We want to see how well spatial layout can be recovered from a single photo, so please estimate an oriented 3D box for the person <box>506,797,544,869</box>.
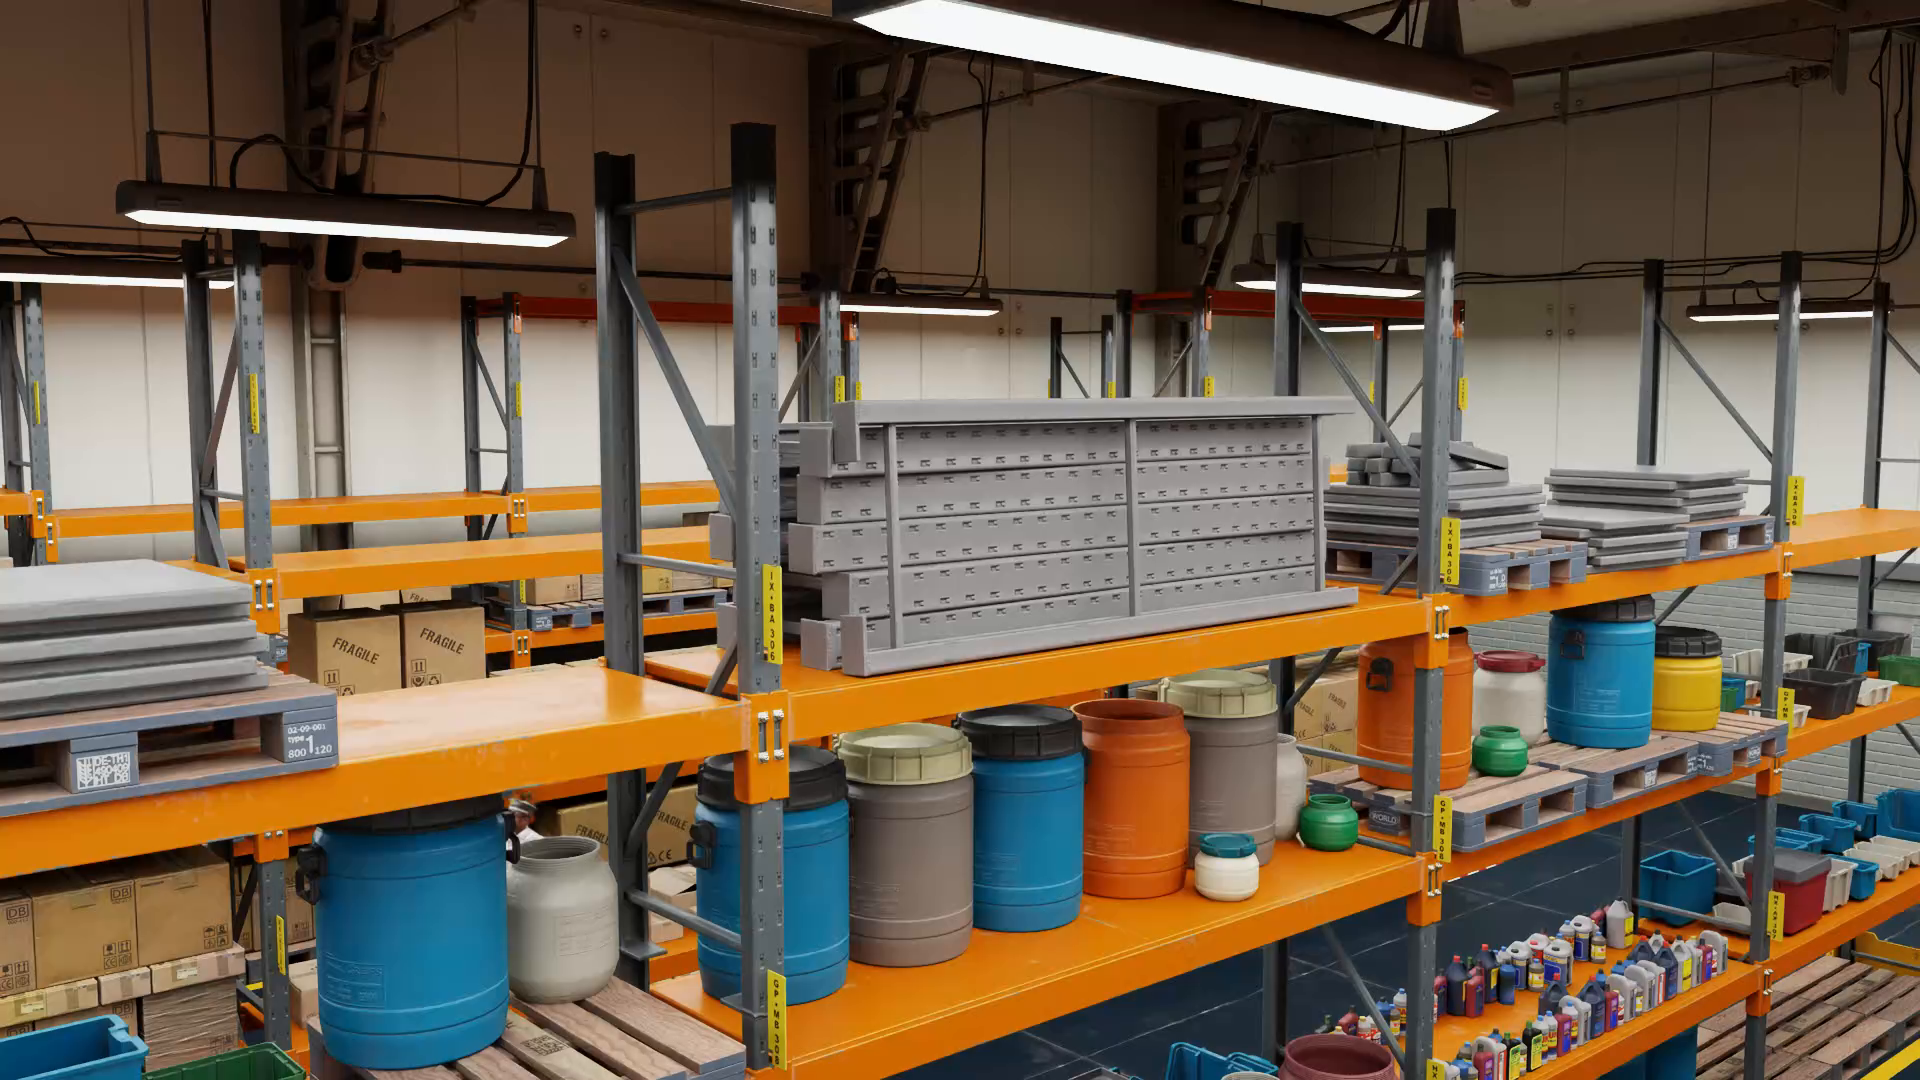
[{"bbox_3d":[-3.645,2.992,13.803,0.675,1.739,0.834,4,7,39],"label":"person"}]
